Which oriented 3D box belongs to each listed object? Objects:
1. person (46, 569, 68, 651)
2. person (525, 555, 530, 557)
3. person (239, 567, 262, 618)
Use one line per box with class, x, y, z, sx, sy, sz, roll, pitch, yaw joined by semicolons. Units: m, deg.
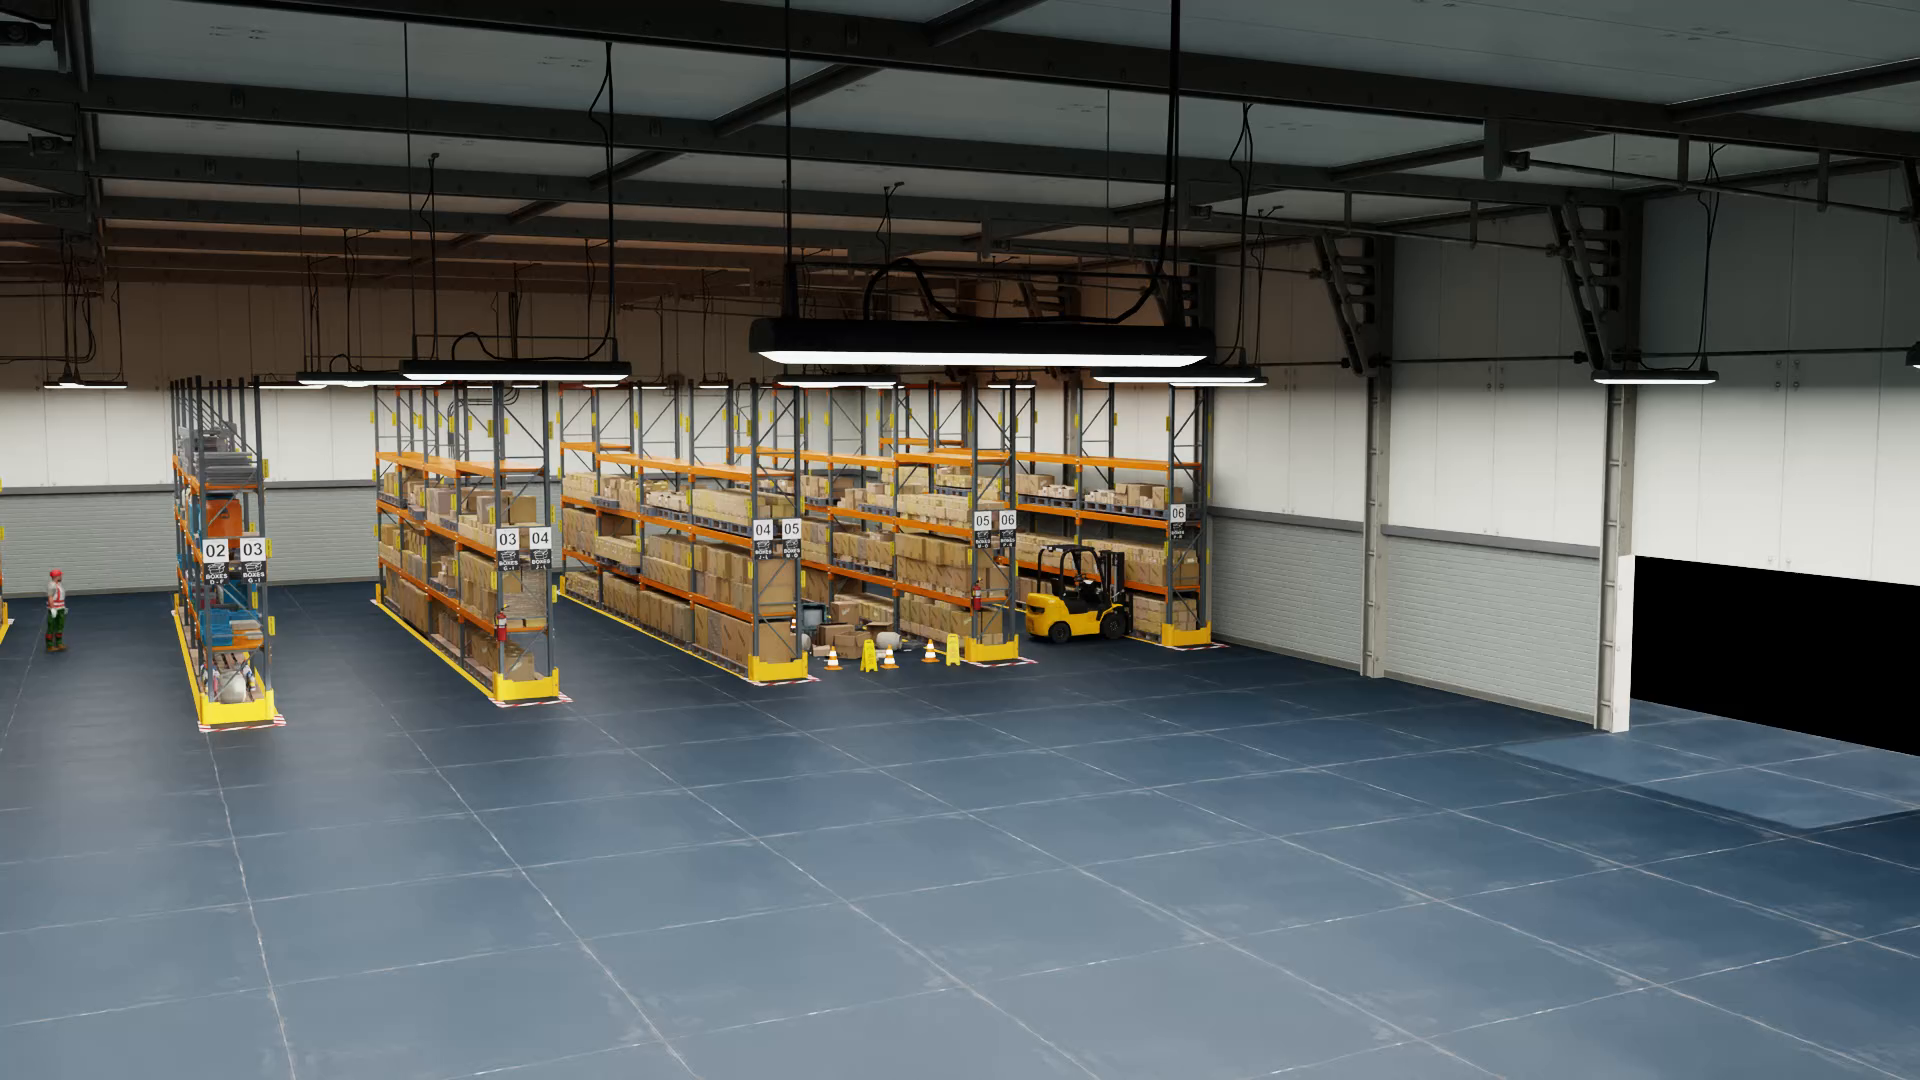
person;-20.050;1.544;36.893;0.367;1.801;0.598;0;5;4
person;-12.404;0.681;47.415;0.403;1.659;0.519;-1;5;-9
person;-17.869;1.122;41.846;0.624;1.759;0.598;-5;7;-43
